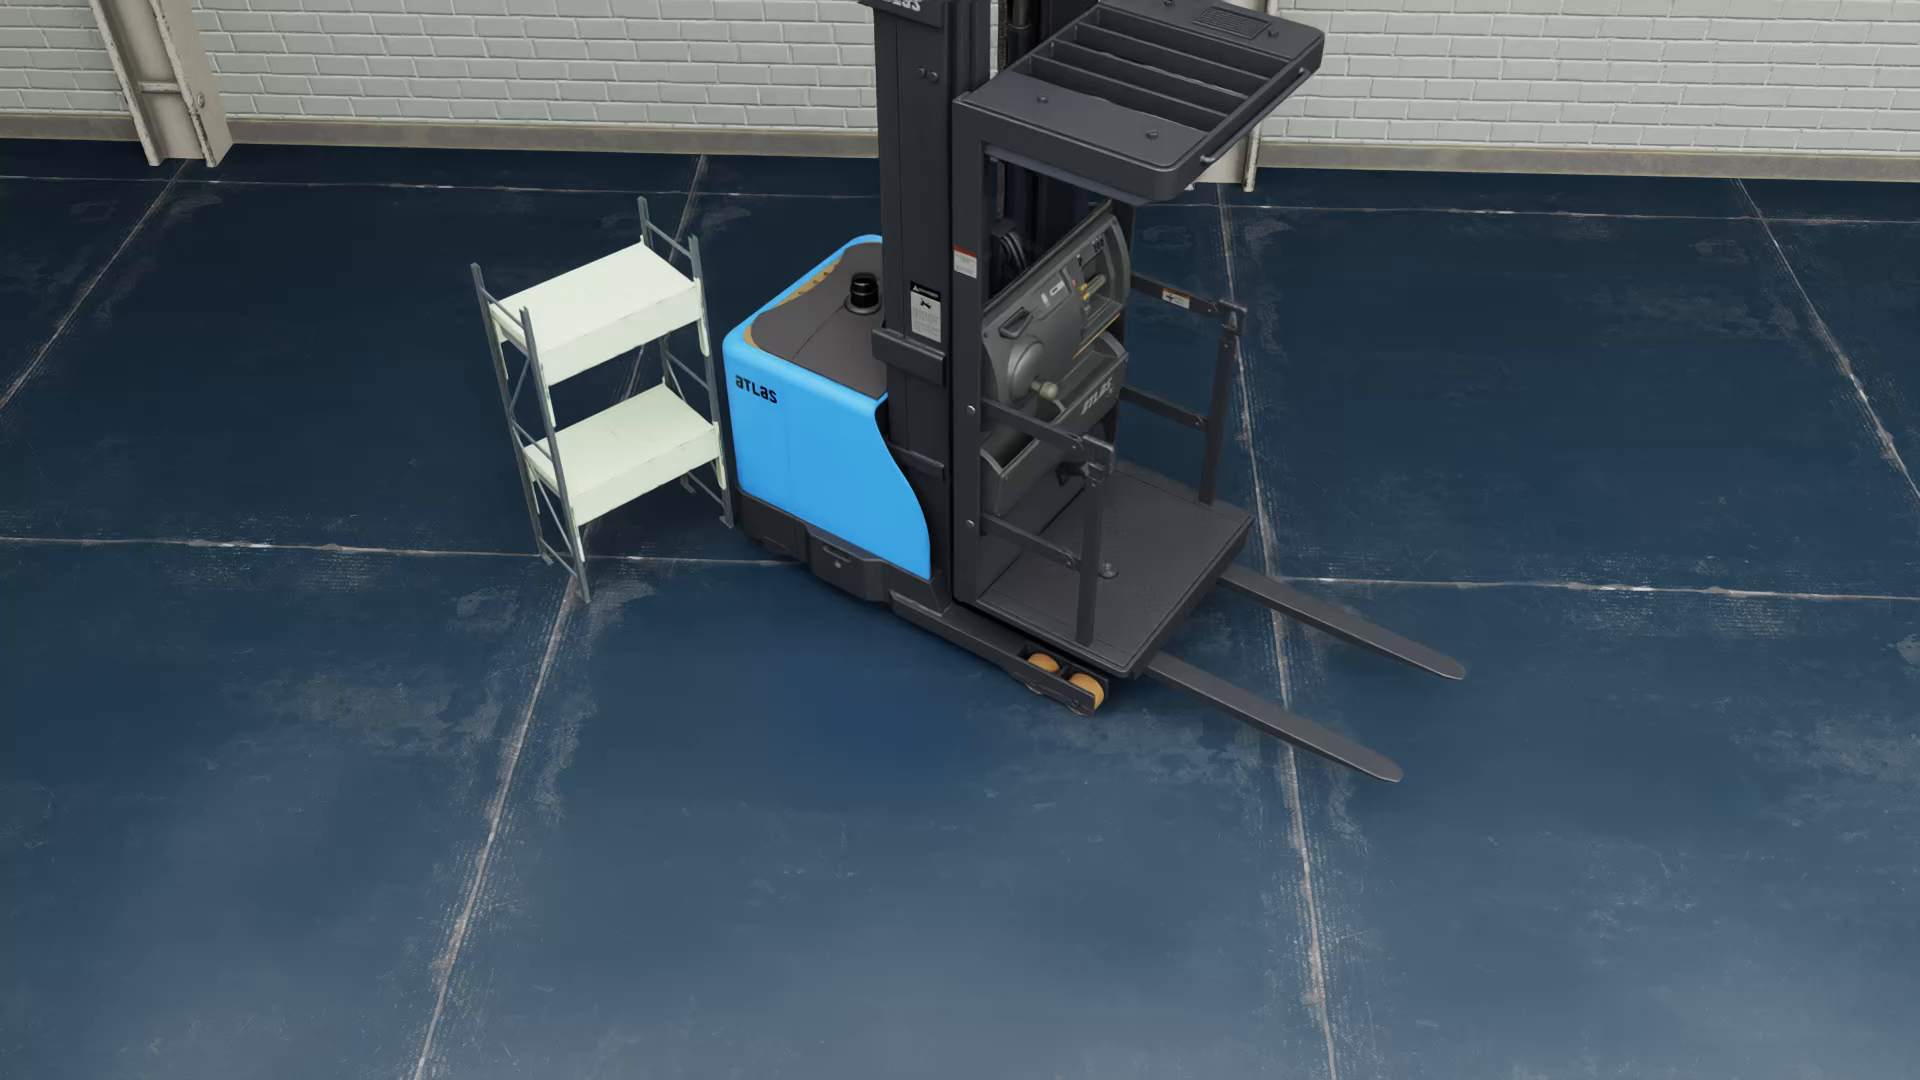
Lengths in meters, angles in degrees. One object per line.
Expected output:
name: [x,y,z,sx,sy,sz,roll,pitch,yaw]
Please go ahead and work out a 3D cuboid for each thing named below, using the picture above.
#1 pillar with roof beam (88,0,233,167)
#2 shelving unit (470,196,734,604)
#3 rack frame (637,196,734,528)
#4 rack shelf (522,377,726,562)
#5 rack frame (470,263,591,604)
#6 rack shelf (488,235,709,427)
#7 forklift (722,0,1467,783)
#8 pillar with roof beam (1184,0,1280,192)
pillar with roof beam: [-4.709,-2.640,3.567,0.400,9.000,9.100,2,43,2]
shelving unit: [-1.423,-0.547,6.822,0.755,1.500,0.431,-30,51,-28]
rack frame: [-1.143,-0.708,6.995,0.023,1.500,0.400,-30,51,-28]
rack shelf: [-1.422,-0.308,7.044,0.720,0.370,0.431,-30,51,-28]
rack frame: [-1.702,-0.386,6.649,0.023,1.500,0.400,-30,51,-28]
rack shelf: [-1.423,-0.833,6.556,0.720,0.370,0.431,-30,51,-28]
forklift: [0.536,-0.795,6.039,3.031,2.935,1.130,25,48,24]
pillar with roof beam: [1.285,-2.456,3.369,0.400,9.000,9.100,2,43,2]
